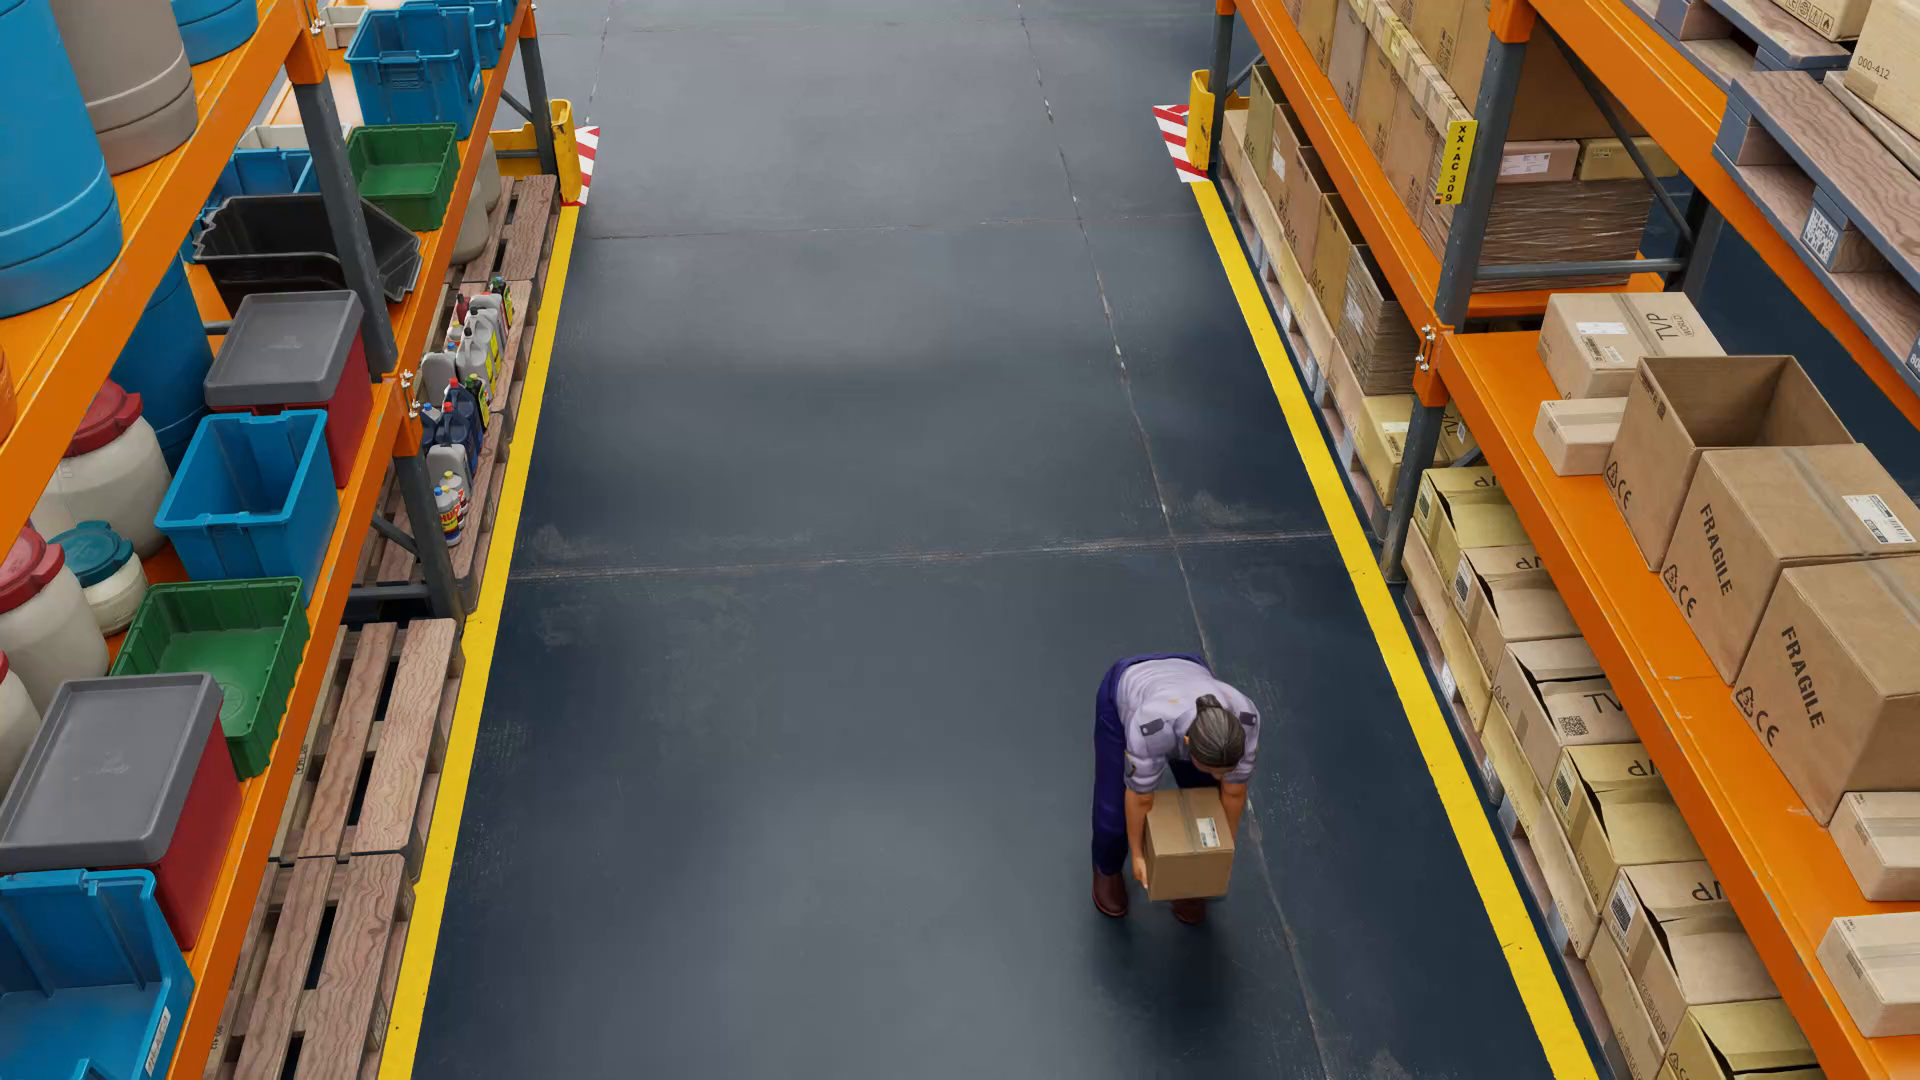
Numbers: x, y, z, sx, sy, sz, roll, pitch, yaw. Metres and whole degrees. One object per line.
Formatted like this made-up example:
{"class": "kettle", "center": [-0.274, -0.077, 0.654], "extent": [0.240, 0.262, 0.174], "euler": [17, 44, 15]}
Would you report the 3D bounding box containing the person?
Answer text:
{"class": "person", "center": [0.683, 0.824, 5.428], "extent": [0.456, 1.318, 0.813], "euler": [-4, 40, -5]}
